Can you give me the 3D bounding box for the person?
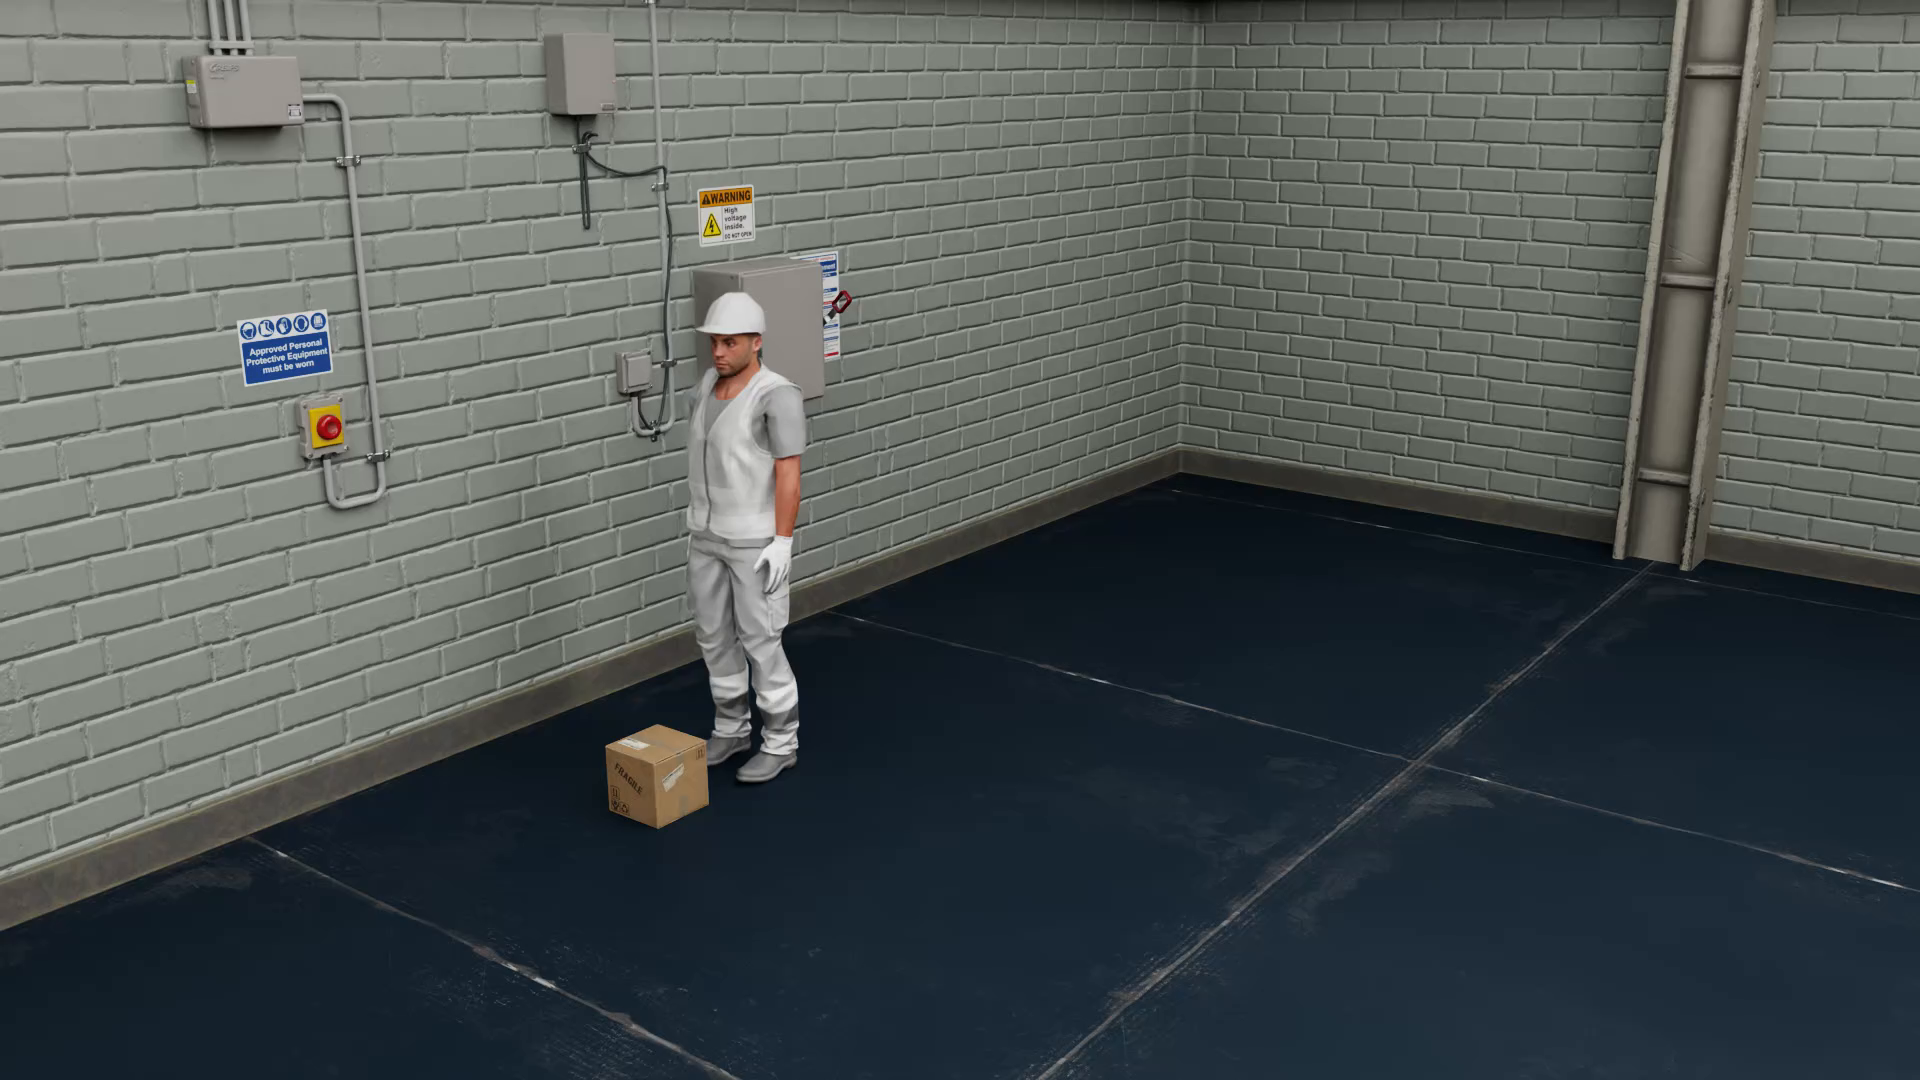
[{"bbox_3d":[-0.791,-0.005,6.019,0.526,1.783,0.346,12,20,36],"label":"person"}]
